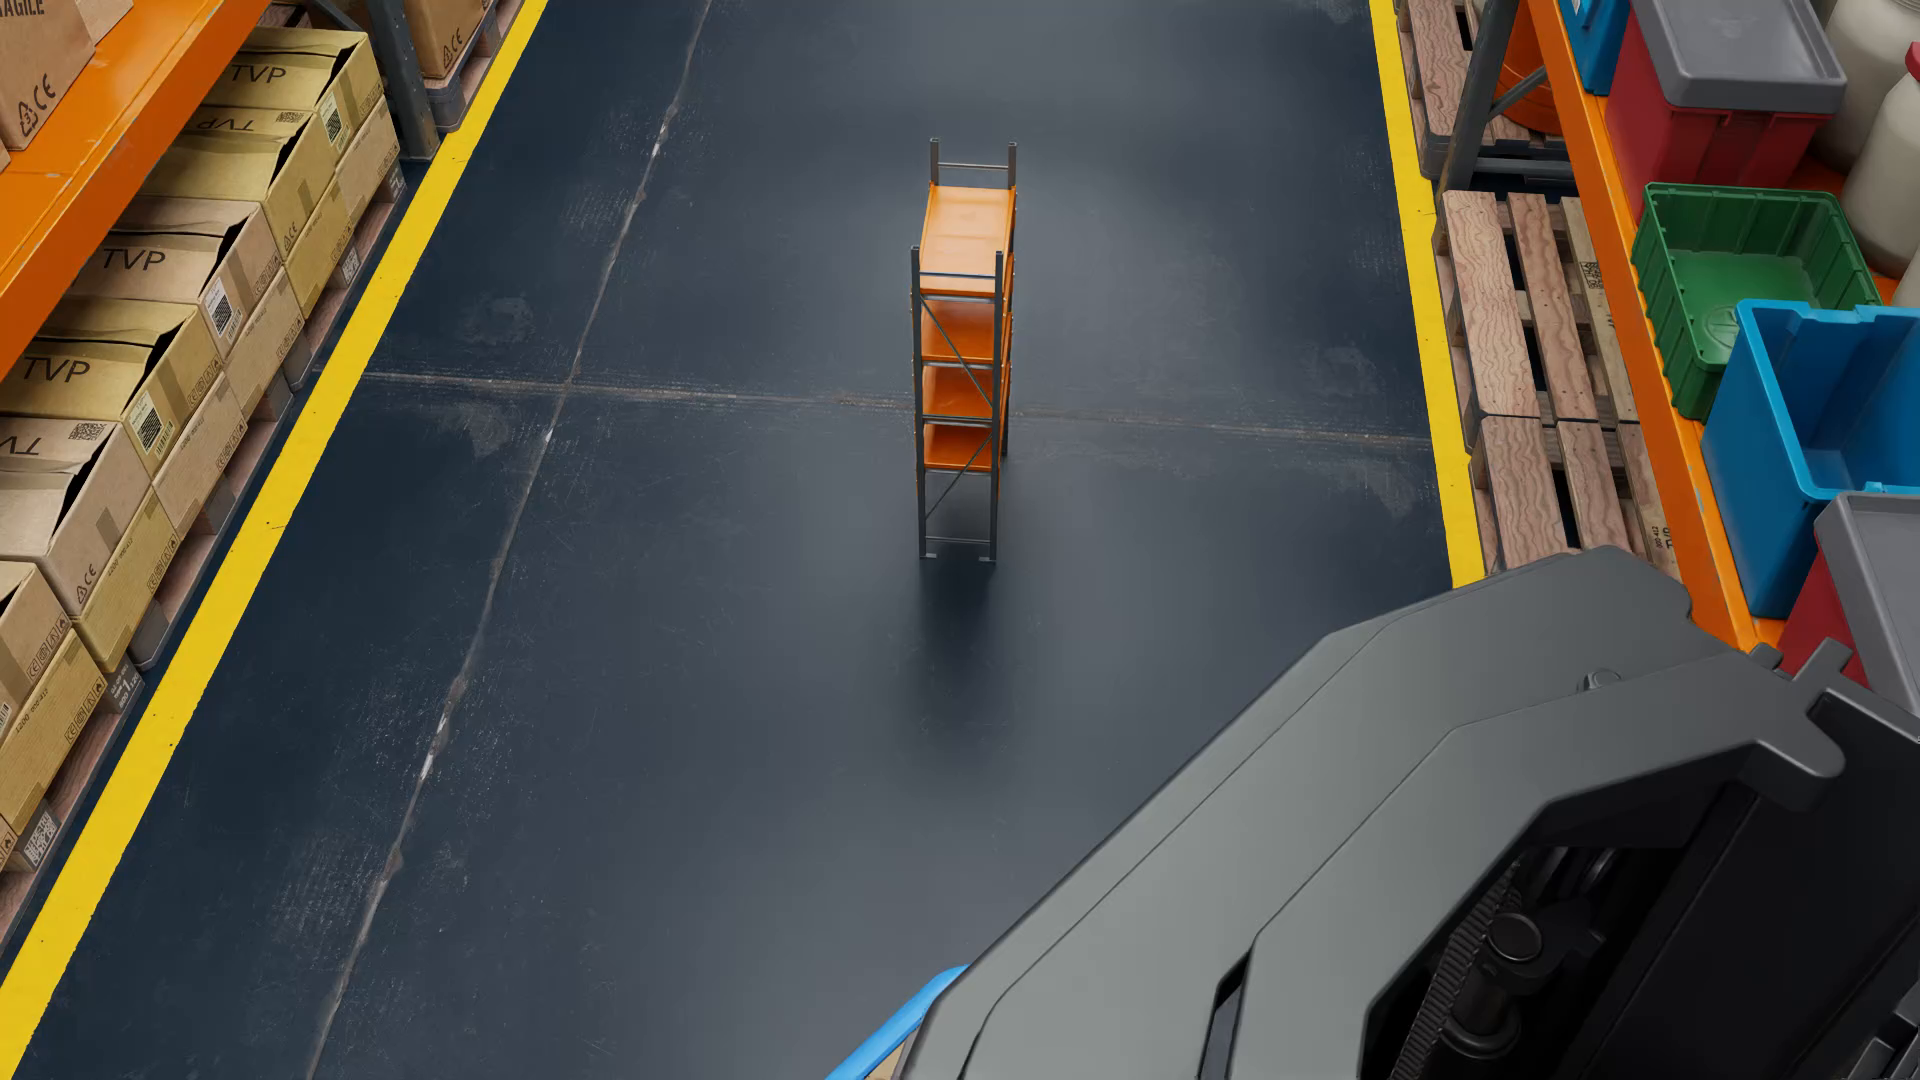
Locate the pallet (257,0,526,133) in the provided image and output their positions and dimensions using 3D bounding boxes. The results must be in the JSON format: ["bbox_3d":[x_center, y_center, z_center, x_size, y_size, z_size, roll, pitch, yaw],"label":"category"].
[{"bbox_3d":[-2.490,-2.199,7.119,1.003,0.211,1.213,4,48,4],"label":"pallet"}]

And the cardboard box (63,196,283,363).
[{"bbox_3d":[-2.488,-0.843,5.187,0.500,0.311,0.500,4,48,3],"label":"cardboard box"}]

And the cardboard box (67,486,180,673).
[{"bbox_3d":[-2.584,0.095,4.709,0.500,0.250,0.500,3,48,2],"label":"cardboard box"}]

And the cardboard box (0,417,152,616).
[{"bbox_3d":[-2.578,-0.093,4.501,0.500,0.311,0.500,2,48,2],"label":"cardboard box"}]

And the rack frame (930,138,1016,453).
[{"bbox_3d":[0.037,-0.706,5.083,0.240,1.200,0.015,4,48,4],"label":"rack frame"}]

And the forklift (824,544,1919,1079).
[{"bbox_3d":[0.736,1.518,1.875,3.031,2.935,1.130,36,57,28],"label":"forklift"}]

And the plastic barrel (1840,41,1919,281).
[{"bbox_3d":[2.384,-0.910,3.958,0.433,0.535,0.433,0,48,0],"label":"plastic barrel"}]

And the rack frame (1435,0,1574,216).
[{"bbox_3d":[2.337,-2.259,5.283,1.000,3.000,0.127,4,48,4],"label":"rack frame"}]

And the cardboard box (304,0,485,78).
[{"bbox_3d":[-2.270,-2.215,6.639,0.500,0.500,0.500,6,48,5],"label":"cardboard box"}]

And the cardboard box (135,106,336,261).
[{"bbox_3d":[-2.439,-1.214,5.526,0.500,0.311,0.500,3,48,3],"label":"cardboard box"}]

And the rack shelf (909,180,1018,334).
[{"bbox_3d":[0.015,-0.792,4.629,0.258,0.148,0.480,4,48,4],"label":"rack shelf"}]

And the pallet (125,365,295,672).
[{"bbox_3d":[-2.823,-0.157,5.251,1.003,0.211,1.213,4,48,4],"label":"pallet"}]

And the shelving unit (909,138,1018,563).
[{"bbox_3d":[0.015,-0.527,4.919,0.258,1.200,0.503,4,48,4],"label":"shelving unit"}]

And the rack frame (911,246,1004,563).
[{"bbox_3d":[-0.007,-0.347,4.755,0.240,1.200,0.015,4,48,4],"label":"rack frame"}]

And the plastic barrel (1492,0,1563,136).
[{"bbox_3d":[2.364,-2.029,6.259,0.600,0.830,0.708,4,48,4],"label":"plastic barrel"}]

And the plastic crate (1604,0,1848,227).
[{"bbox_3d":[1.885,-1.113,4.192,0.402,0.464,0.583,4,48,4],"label":"plastic crate"}]

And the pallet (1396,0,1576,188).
[{"bbox_3d":[2.367,-1.900,6.844,1.003,0.211,1.213,4,48,4],"label":"pallet"}]

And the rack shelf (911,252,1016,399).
[{"bbox_3d":[0.015,-0.632,4.803,0.258,0.148,0.480,4,48,4],"label":"rack shelf"}]

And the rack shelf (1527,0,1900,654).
[{"bbox_3d":[2.154,-0.546,4.204,1.077,0.370,4.000,4,48,4],"label":"rack shelf"}]

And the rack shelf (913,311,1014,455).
[{"bbox_3d":[0.015,-0.481,4.968,0.258,0.148,0.480,4,48,4],"label":"rack shelf"}]

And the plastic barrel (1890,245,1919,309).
[{"bbox_3d":[2.345,-0.593,3.667,0.433,0.535,0.433,0,48,0],"label":"plastic barrel"}]

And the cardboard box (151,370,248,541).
[{"bbox_3d":[-2.537,-0.279,5.051,0.500,0.250,0.500,5,48,4],"label":"cardboard box"}]

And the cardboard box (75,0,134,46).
[{"bbox_3d":[-2.656,-1.569,4.822,0.380,0.149,0.250,7,48,6],"label":"cardboard box"}]

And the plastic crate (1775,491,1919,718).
[{"bbox_3d":[1.712,0.283,2.915,0.402,0.464,0.583,4,48,4],"label":"plastic crate"}]

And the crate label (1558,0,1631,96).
[{"bbox_3d":[1.977,-1.559,4.619,0.502,0.435,0.616,4,48,4],"label":"crate label"}]

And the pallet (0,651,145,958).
[{"bbox_3d":[-2.932,0.742,4.428,1.003,0.211,1.213,4,48,4],"label":"pallet"}]

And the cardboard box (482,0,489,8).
[{"bbox_3d":[-2.228,-2.600,6.991,0.500,0.500,0.500,2,48,2],"label":"cardboard box"}]

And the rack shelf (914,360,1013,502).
[{"bbox_3d":[0.015,-0.347,5.115,0.258,0.148,0.480,4,48,4],"label":"rack shelf"}]

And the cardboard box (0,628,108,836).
[{"bbox_3d":[-2.629,0.476,4.361,0.500,0.250,0.500,5,48,5],"label":"cardboard box"}]

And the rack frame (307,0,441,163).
[{"bbox_3d":[-2.596,-2.594,5.590,1.000,3.000,0.127,4,48,4],"label":"rack frame"}]

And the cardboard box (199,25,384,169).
[{"bbox_3d":[-2.398,-1.596,5.876,0.500,0.311,0.500,5,48,5],"label":"cardboard box"}]

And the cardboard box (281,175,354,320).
[{"bbox_3d":[-2.444,-1.026,5.735,0.500,0.250,0.500,3,48,3],"label":"cardboard box"}]

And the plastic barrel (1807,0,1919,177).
[{"bbox_3d":[2.417,-1.216,4.254,0.421,0.512,0.421,0,48,0],"label":"plastic barrel"}]

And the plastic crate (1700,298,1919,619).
[{"bbox_3d":[1.763,-0.145,3.361,0.392,0.384,0.575,4,48,4],"label":"plastic crate"}]

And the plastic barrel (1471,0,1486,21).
[{"bbox_3d":[2.327,-2.342,6.761,0.421,0.512,0.421,0,48,0],"label":"plastic barrel"}]

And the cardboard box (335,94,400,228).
[{"bbox_3d":[-2.401,-1.405,6.081,0.500,0.250,0.500,5,48,4],"label":"cardboard box"}]

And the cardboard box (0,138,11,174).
[{"bbox_3d":[-2.780,-1.007,4.071,0.500,0.500,0.500,4,48,4],"label":"cardboard box"}]

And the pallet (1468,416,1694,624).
[{"bbox_3d":[2.114,0.143,4.976,1.003,0.211,1.213,4,48,4],"label":"pallet"}]

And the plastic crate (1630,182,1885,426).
[{"bbox_3d":[1.850,-0.546,3.861,0.450,0.188,0.662,4,48,4],"label":"plastic crate"}]

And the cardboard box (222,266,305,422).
[{"bbox_3d":[-2.493,-0.657,5.397,0.500,0.250,0.500,5,48,4],"label":"cardboard box"}]

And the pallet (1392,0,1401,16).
[{"bbox_3d":[2.481,-2.794,7.662,1.003,0.211,1.213,4,48,4],"label":"pallet"}]

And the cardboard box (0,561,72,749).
[{"bbox_3d":[-2.624,0.287,4.153,0.500,0.311,0.500,3,48,3],"label":"cardboard box"}]

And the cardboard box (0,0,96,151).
[{"bbox_3d":[-2.732,-1.394,4.425,0.500,0.500,0.500,2,48,1],"label":"cardboard box"}]

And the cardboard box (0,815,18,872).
[{"bbox_3d":[-2.677,0.851,4.017,0.500,0.250,0.500,3,48,3],"label":"cardboard box"}]

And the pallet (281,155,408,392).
[{"bbox_3d":[-2.710,-1.051,6.068,1.003,0.211,1.213,4,48,4],"label":"pallet"}]

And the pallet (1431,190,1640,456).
[{"bbox_3d":[2.227,-0.751,5.794,1.003,0.211,1.213,4,48,4],"label":"pallet"}]

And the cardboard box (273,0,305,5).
[{"bbox_3d":[-2.744,-2.602,6.993,0.500,0.500,0.500,6,48,5],"label":"cardboard box"}]

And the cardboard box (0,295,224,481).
[{"bbox_3d":[-2.536,-0.475,4.850,0.500,0.311,0.500,5,48,5],"label":"cardboard box"}]

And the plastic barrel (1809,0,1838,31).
[{"bbox_3d":[2.456,-1.526,4.537,0.421,0.512,0.421,0,48,0],"label":"plastic barrel"}]
